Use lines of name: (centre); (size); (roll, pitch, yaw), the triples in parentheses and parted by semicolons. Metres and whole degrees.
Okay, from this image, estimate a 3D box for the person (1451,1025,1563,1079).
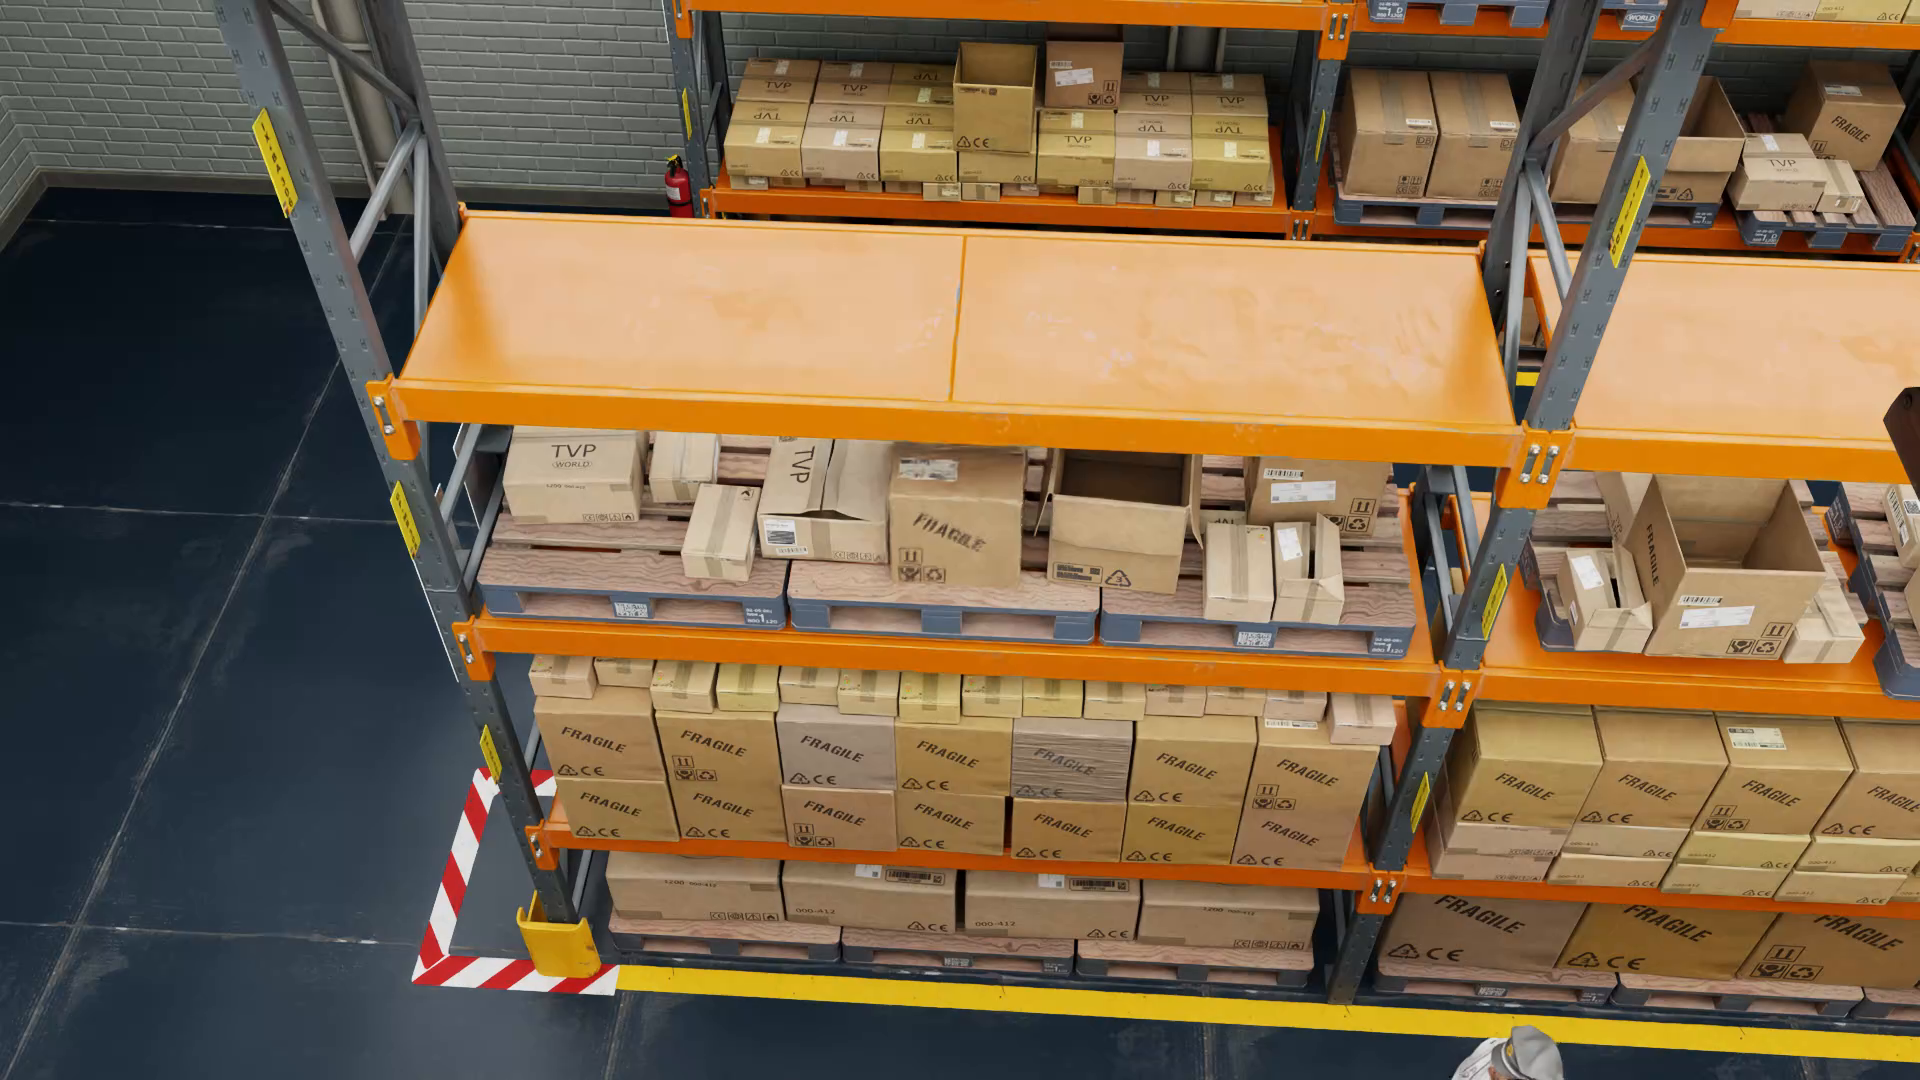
person: (2.258, 2.517, 7.093); (0.632, 1.599, 0.521); (-15, 50, -13)
